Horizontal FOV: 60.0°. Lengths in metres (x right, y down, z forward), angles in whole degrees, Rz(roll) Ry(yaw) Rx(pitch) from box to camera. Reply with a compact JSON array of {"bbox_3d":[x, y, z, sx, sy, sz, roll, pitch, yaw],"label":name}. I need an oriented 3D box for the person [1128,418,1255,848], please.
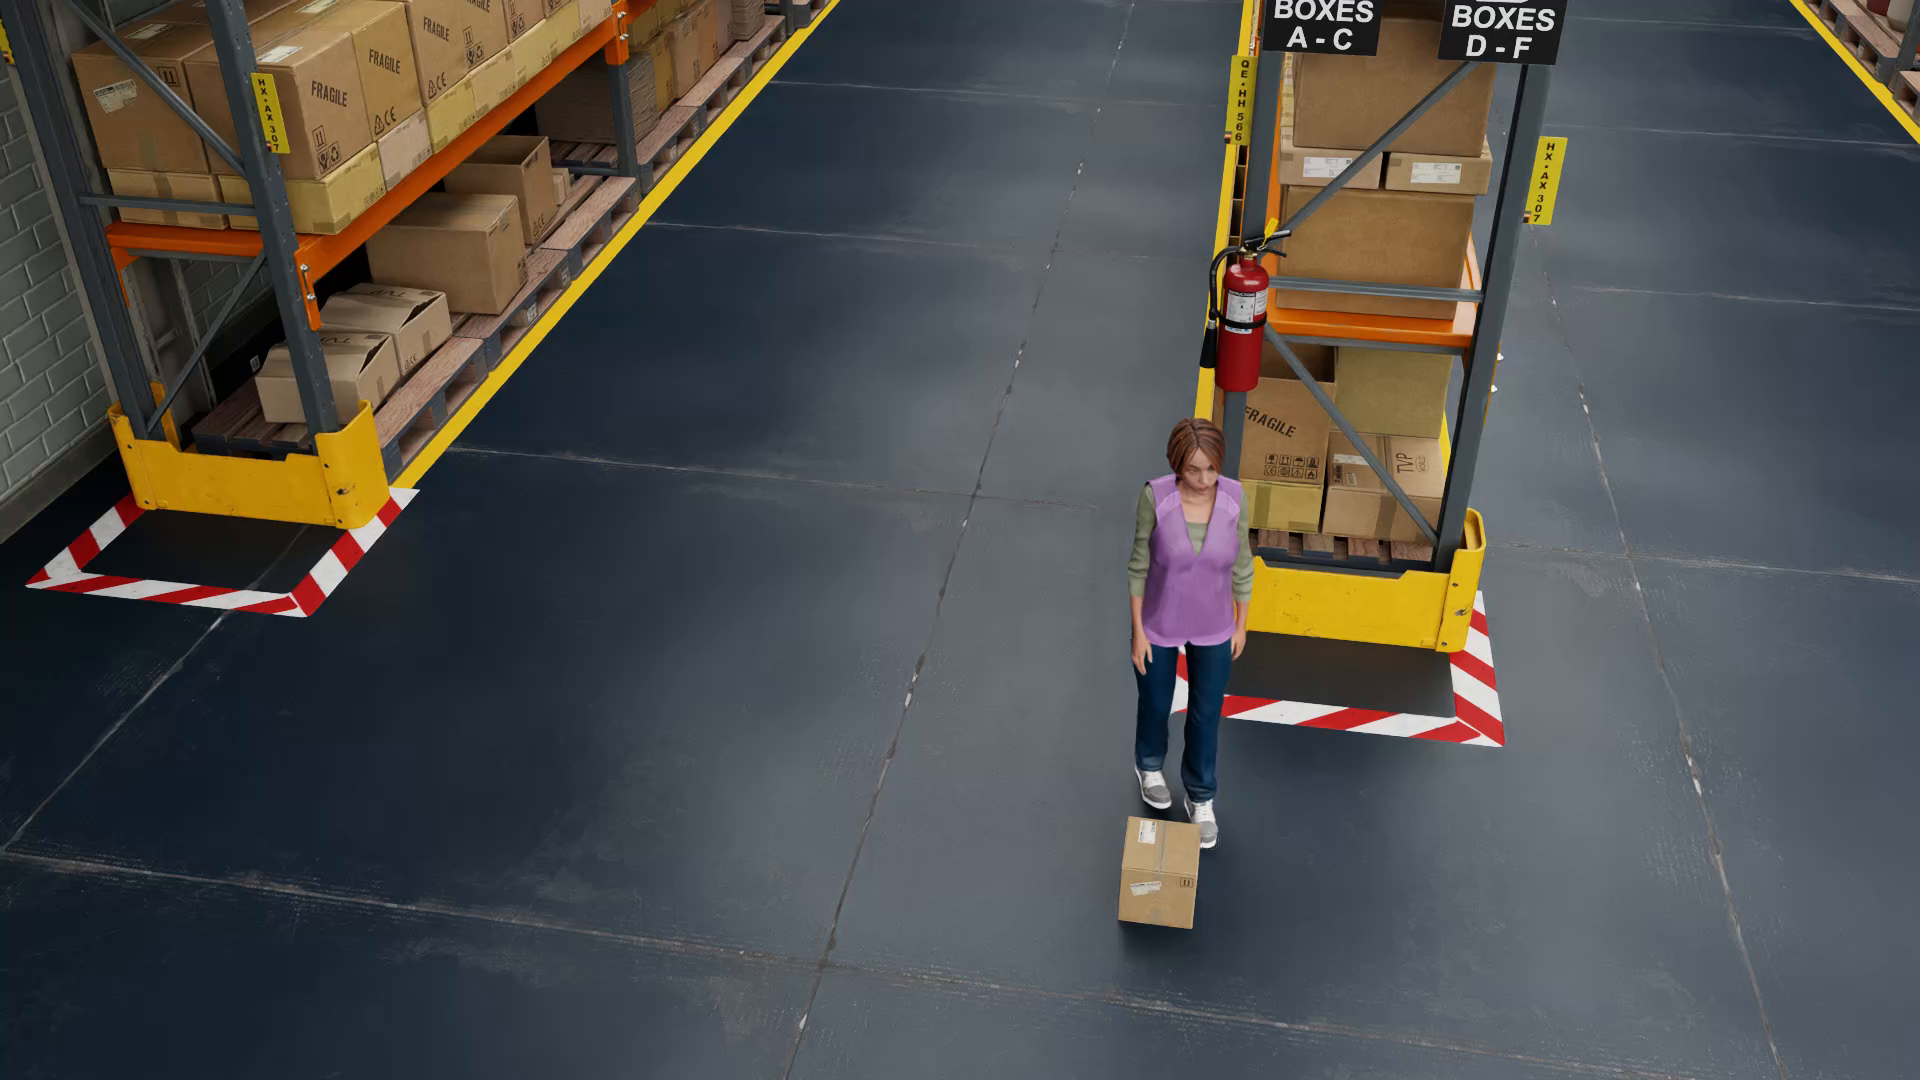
[{"bbox_3d":[0.774,0.307,5.662,0.430,1.612,0.460,-1,33,-1],"label":"person"}]
